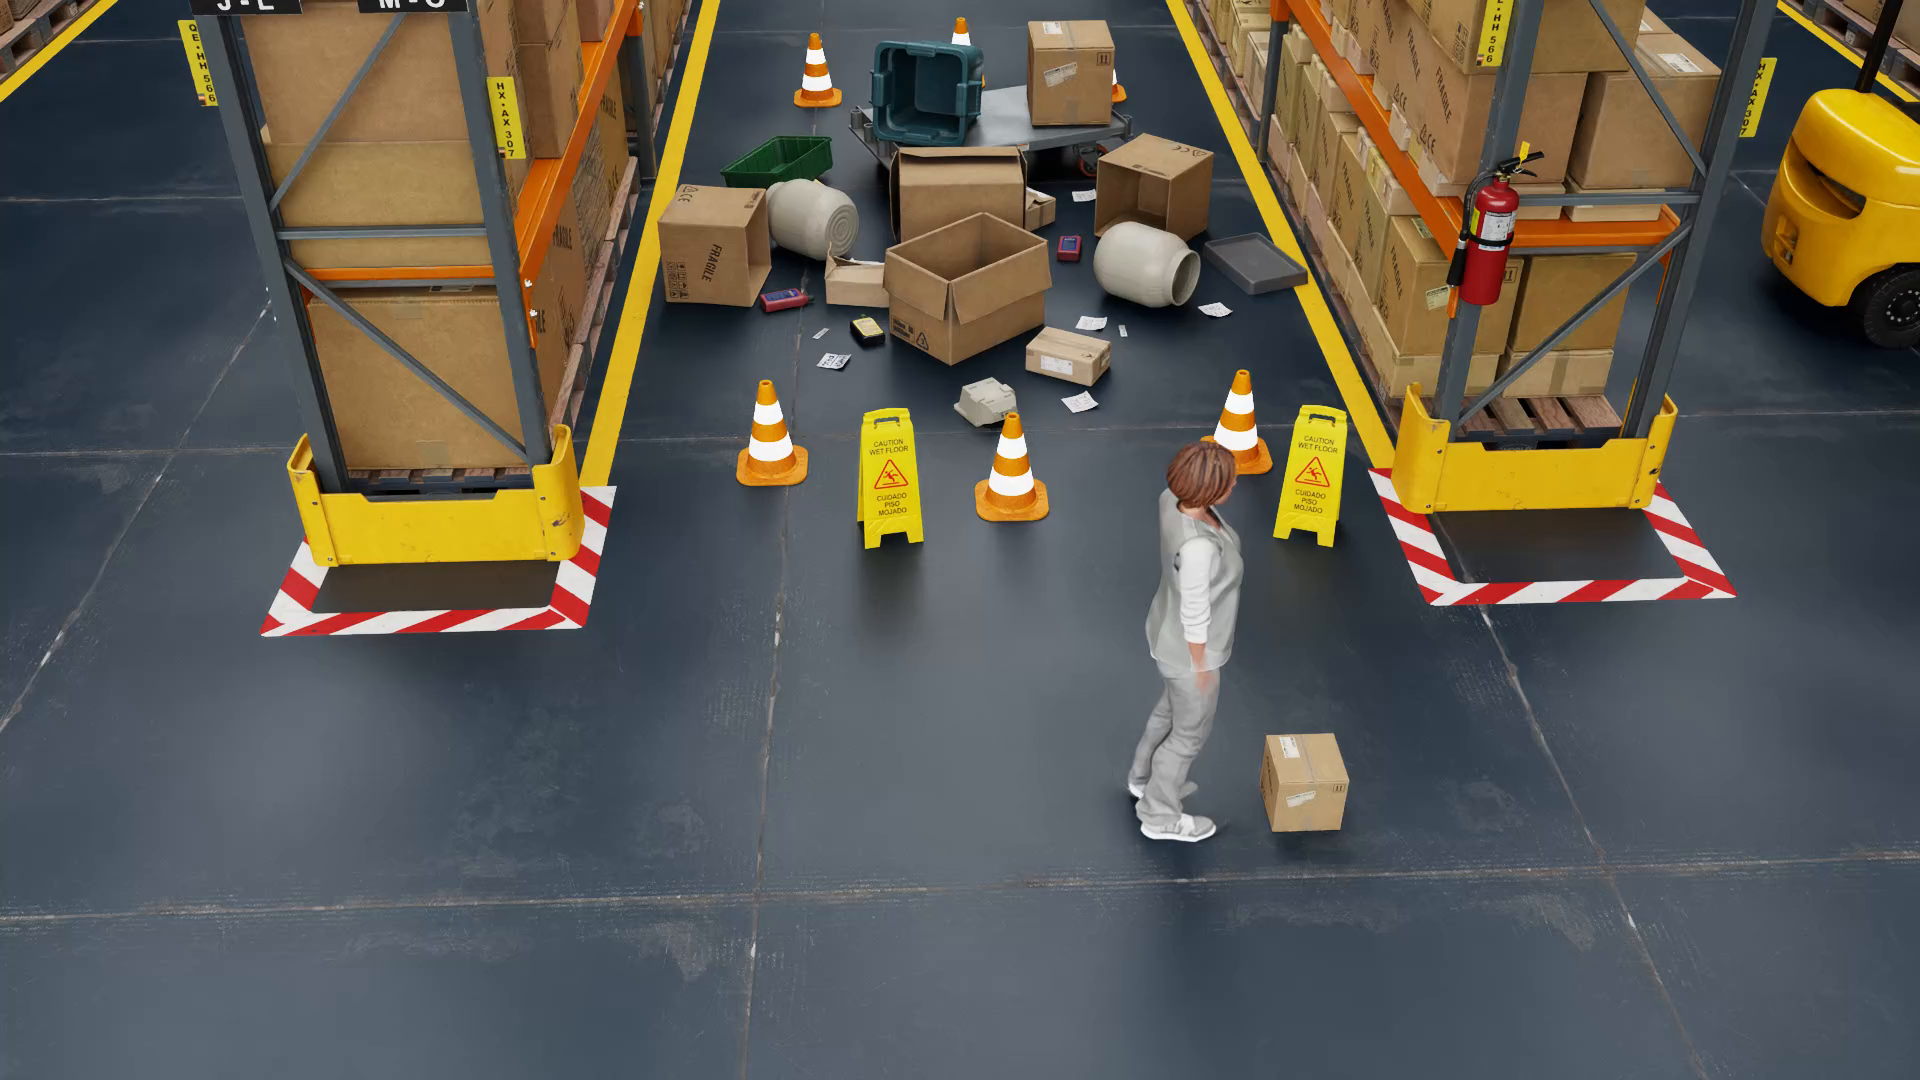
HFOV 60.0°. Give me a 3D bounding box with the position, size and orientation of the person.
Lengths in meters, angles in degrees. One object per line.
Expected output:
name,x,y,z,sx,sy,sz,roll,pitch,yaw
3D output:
person,0.777,0.358,5.686,0.310,1.608,0.406,-1,36,-1
